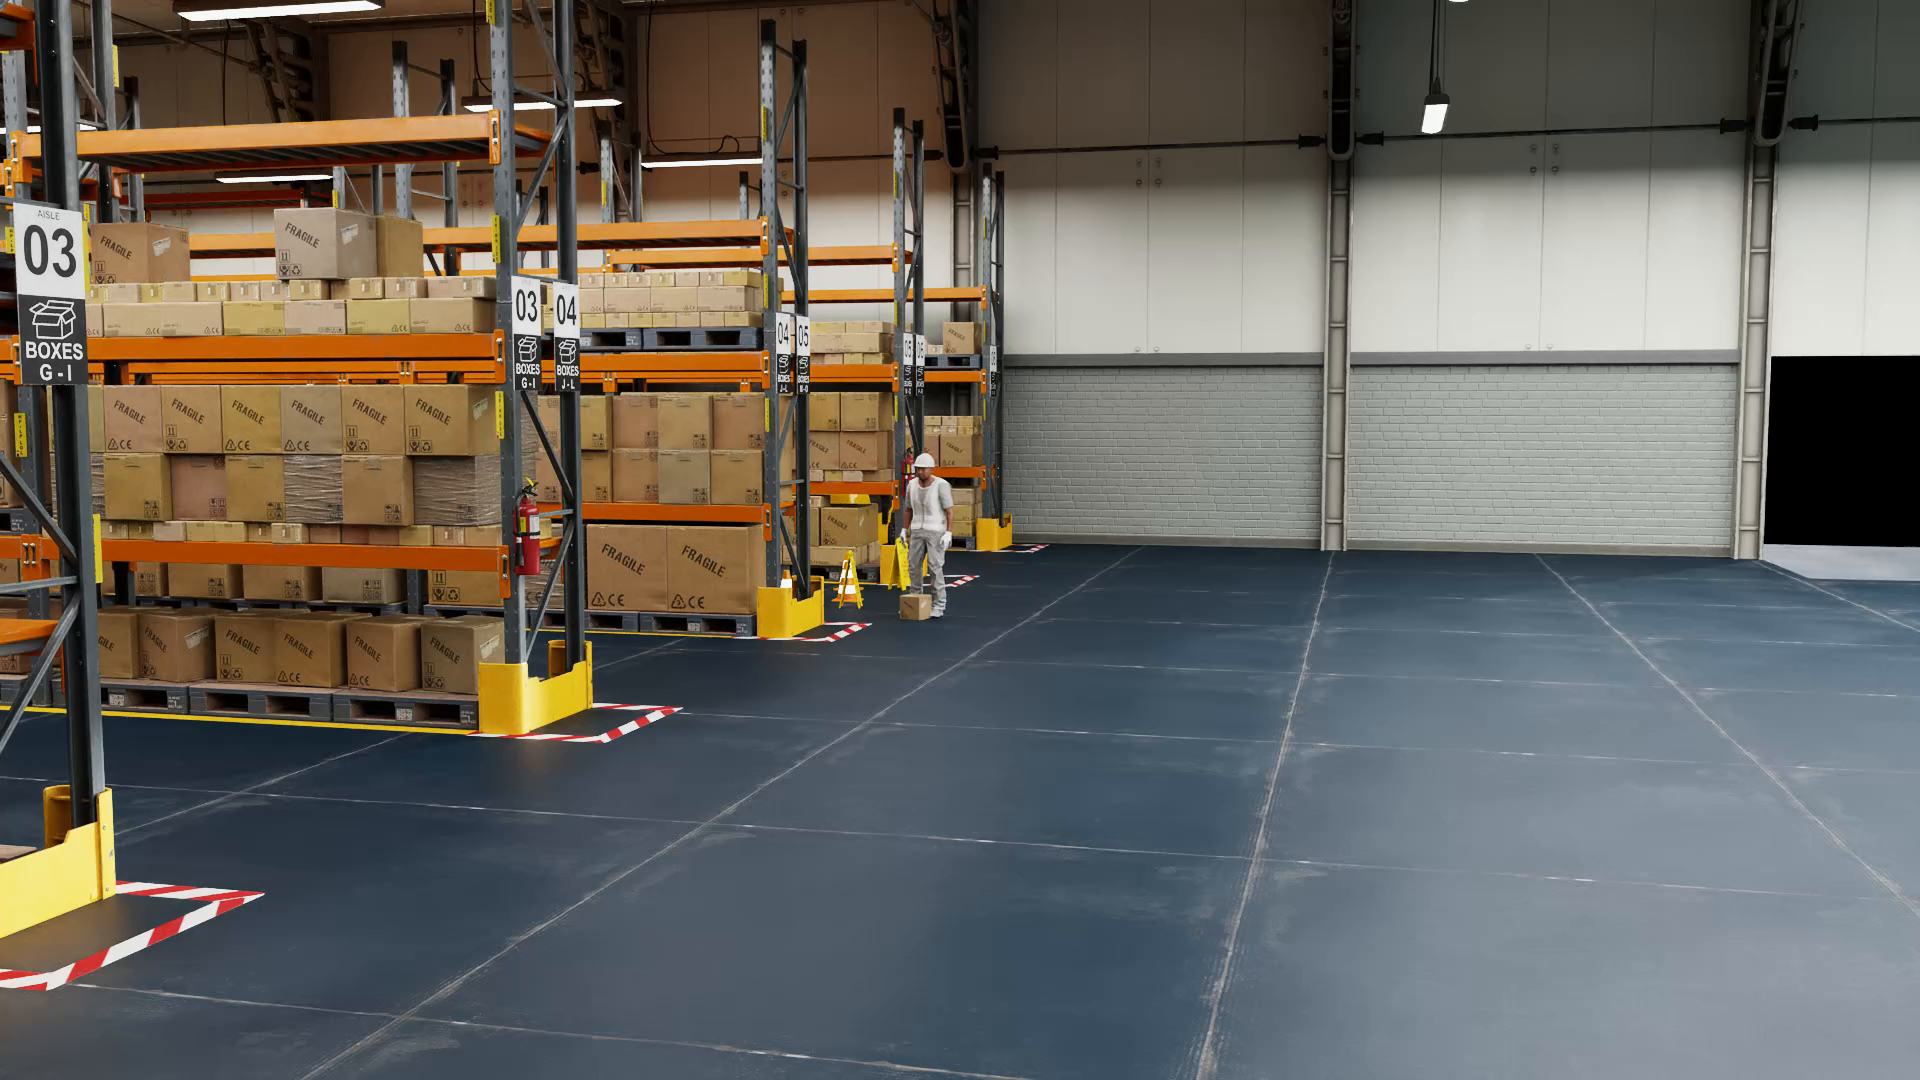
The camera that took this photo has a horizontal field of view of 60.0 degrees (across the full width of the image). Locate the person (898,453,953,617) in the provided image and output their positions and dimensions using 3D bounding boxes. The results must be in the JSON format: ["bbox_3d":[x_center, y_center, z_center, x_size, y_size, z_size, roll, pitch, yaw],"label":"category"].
[{"bbox_3d":[-0.365,-0.054,18.046,0.628,1.774,0.453,3,6,31],"label":"person"}]
